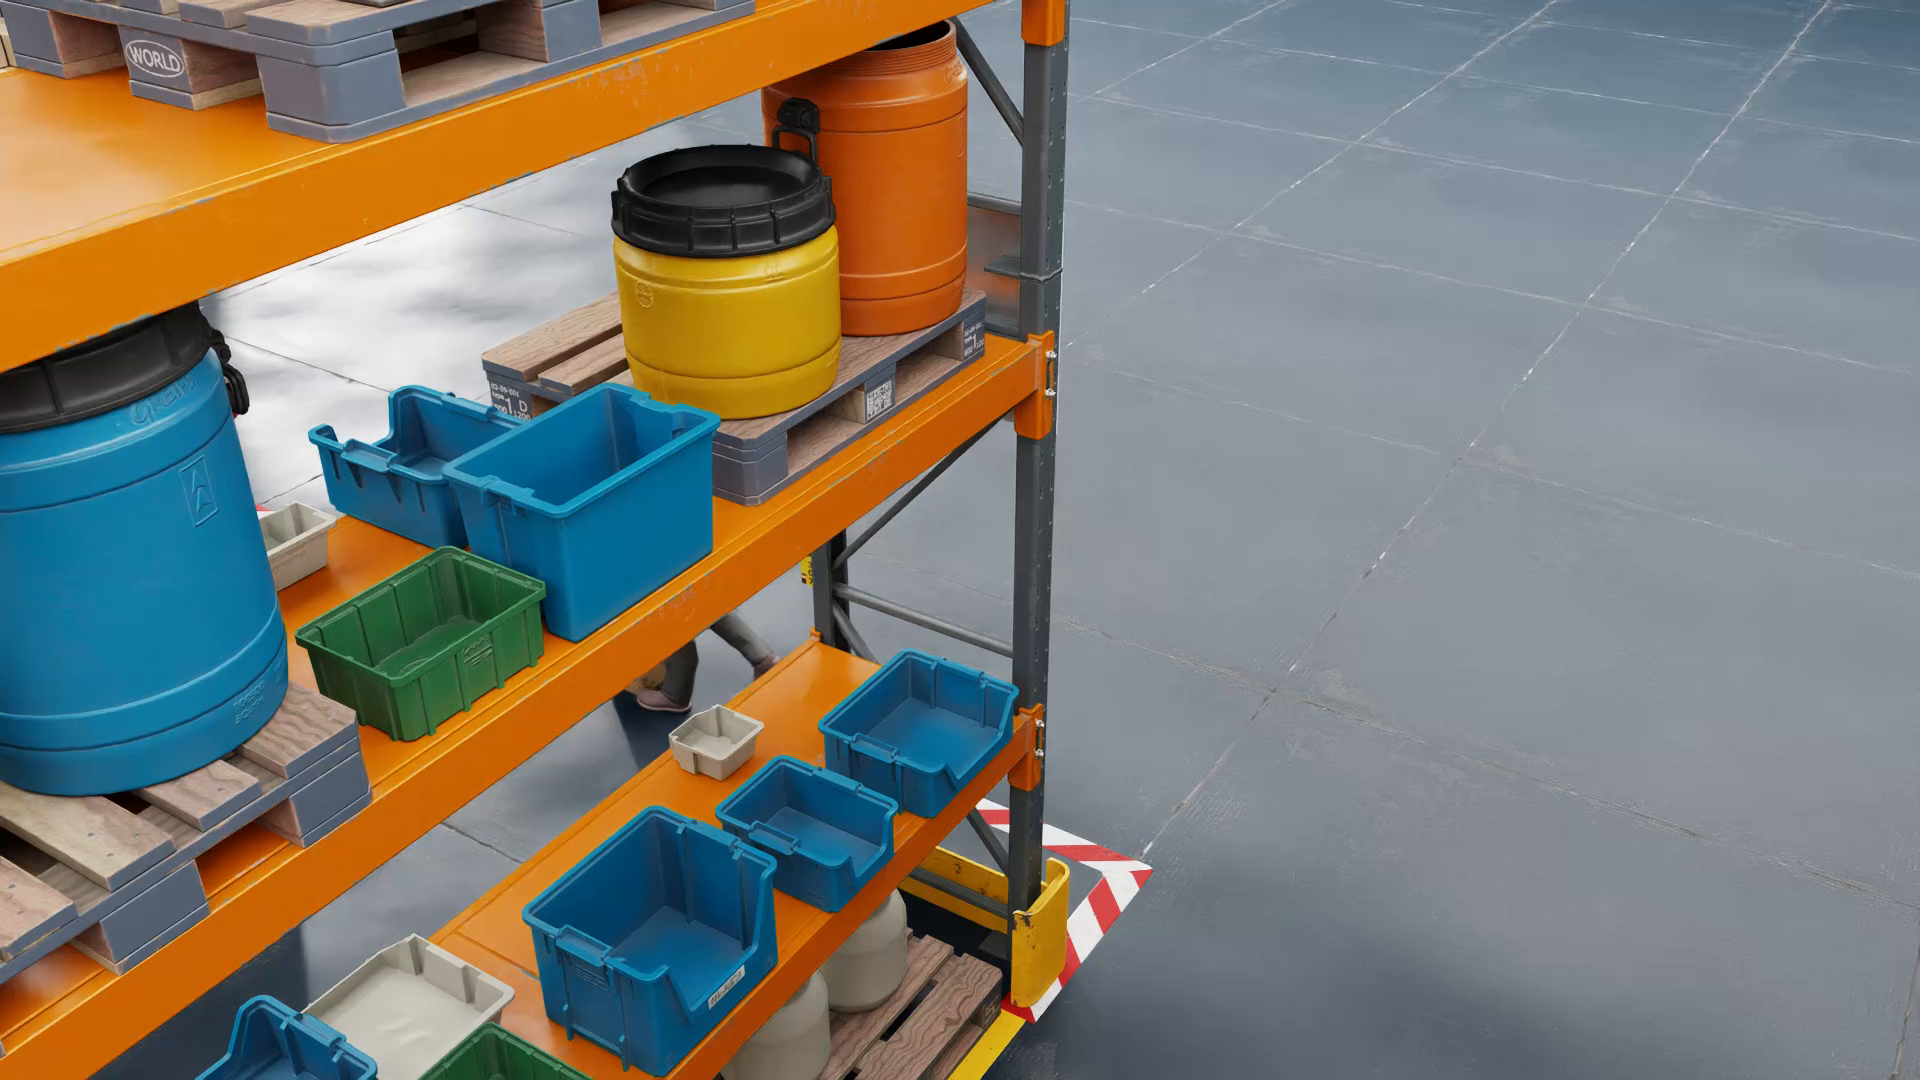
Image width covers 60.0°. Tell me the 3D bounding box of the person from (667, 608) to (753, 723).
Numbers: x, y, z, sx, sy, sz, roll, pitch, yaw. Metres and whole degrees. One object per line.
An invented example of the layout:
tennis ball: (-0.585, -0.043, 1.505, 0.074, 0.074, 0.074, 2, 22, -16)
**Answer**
person: (-1.257, 0.161, 7.955, 0.350, 1.707, 0.460, 19, 35, 28)
